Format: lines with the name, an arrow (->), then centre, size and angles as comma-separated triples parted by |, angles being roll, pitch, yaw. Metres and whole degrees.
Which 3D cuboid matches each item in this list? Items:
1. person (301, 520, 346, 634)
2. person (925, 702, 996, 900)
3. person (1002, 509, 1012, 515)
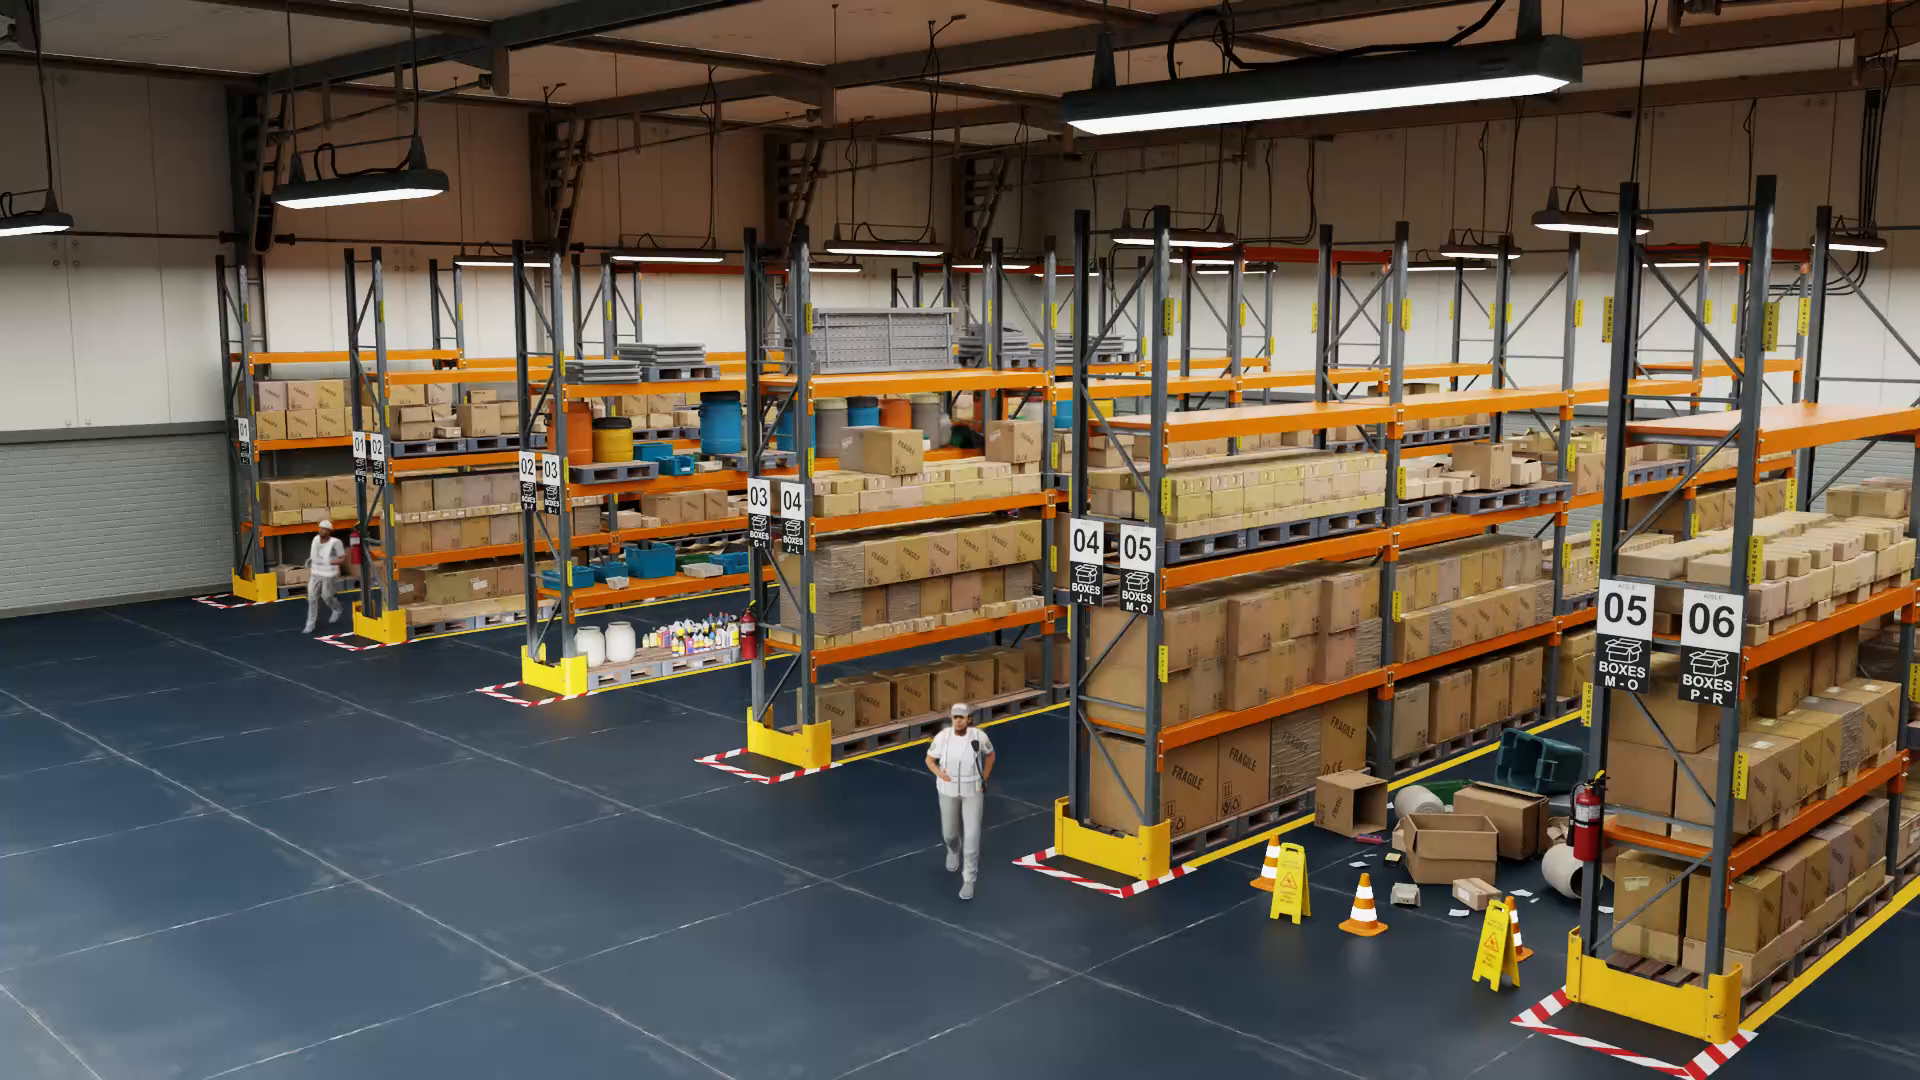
person -> -10.071, 0.562, 26.500 | 0.717, 1.782, 0.921 | 2, 8, 16
person -> 0.005, 2.263, 14.810 | 0.626, 1.686, 0.823 | 0, 8, 0
person -> 0.908, -0.333, 32.765 | 0.621, 1.751, 0.937 | 6, 10, 36
